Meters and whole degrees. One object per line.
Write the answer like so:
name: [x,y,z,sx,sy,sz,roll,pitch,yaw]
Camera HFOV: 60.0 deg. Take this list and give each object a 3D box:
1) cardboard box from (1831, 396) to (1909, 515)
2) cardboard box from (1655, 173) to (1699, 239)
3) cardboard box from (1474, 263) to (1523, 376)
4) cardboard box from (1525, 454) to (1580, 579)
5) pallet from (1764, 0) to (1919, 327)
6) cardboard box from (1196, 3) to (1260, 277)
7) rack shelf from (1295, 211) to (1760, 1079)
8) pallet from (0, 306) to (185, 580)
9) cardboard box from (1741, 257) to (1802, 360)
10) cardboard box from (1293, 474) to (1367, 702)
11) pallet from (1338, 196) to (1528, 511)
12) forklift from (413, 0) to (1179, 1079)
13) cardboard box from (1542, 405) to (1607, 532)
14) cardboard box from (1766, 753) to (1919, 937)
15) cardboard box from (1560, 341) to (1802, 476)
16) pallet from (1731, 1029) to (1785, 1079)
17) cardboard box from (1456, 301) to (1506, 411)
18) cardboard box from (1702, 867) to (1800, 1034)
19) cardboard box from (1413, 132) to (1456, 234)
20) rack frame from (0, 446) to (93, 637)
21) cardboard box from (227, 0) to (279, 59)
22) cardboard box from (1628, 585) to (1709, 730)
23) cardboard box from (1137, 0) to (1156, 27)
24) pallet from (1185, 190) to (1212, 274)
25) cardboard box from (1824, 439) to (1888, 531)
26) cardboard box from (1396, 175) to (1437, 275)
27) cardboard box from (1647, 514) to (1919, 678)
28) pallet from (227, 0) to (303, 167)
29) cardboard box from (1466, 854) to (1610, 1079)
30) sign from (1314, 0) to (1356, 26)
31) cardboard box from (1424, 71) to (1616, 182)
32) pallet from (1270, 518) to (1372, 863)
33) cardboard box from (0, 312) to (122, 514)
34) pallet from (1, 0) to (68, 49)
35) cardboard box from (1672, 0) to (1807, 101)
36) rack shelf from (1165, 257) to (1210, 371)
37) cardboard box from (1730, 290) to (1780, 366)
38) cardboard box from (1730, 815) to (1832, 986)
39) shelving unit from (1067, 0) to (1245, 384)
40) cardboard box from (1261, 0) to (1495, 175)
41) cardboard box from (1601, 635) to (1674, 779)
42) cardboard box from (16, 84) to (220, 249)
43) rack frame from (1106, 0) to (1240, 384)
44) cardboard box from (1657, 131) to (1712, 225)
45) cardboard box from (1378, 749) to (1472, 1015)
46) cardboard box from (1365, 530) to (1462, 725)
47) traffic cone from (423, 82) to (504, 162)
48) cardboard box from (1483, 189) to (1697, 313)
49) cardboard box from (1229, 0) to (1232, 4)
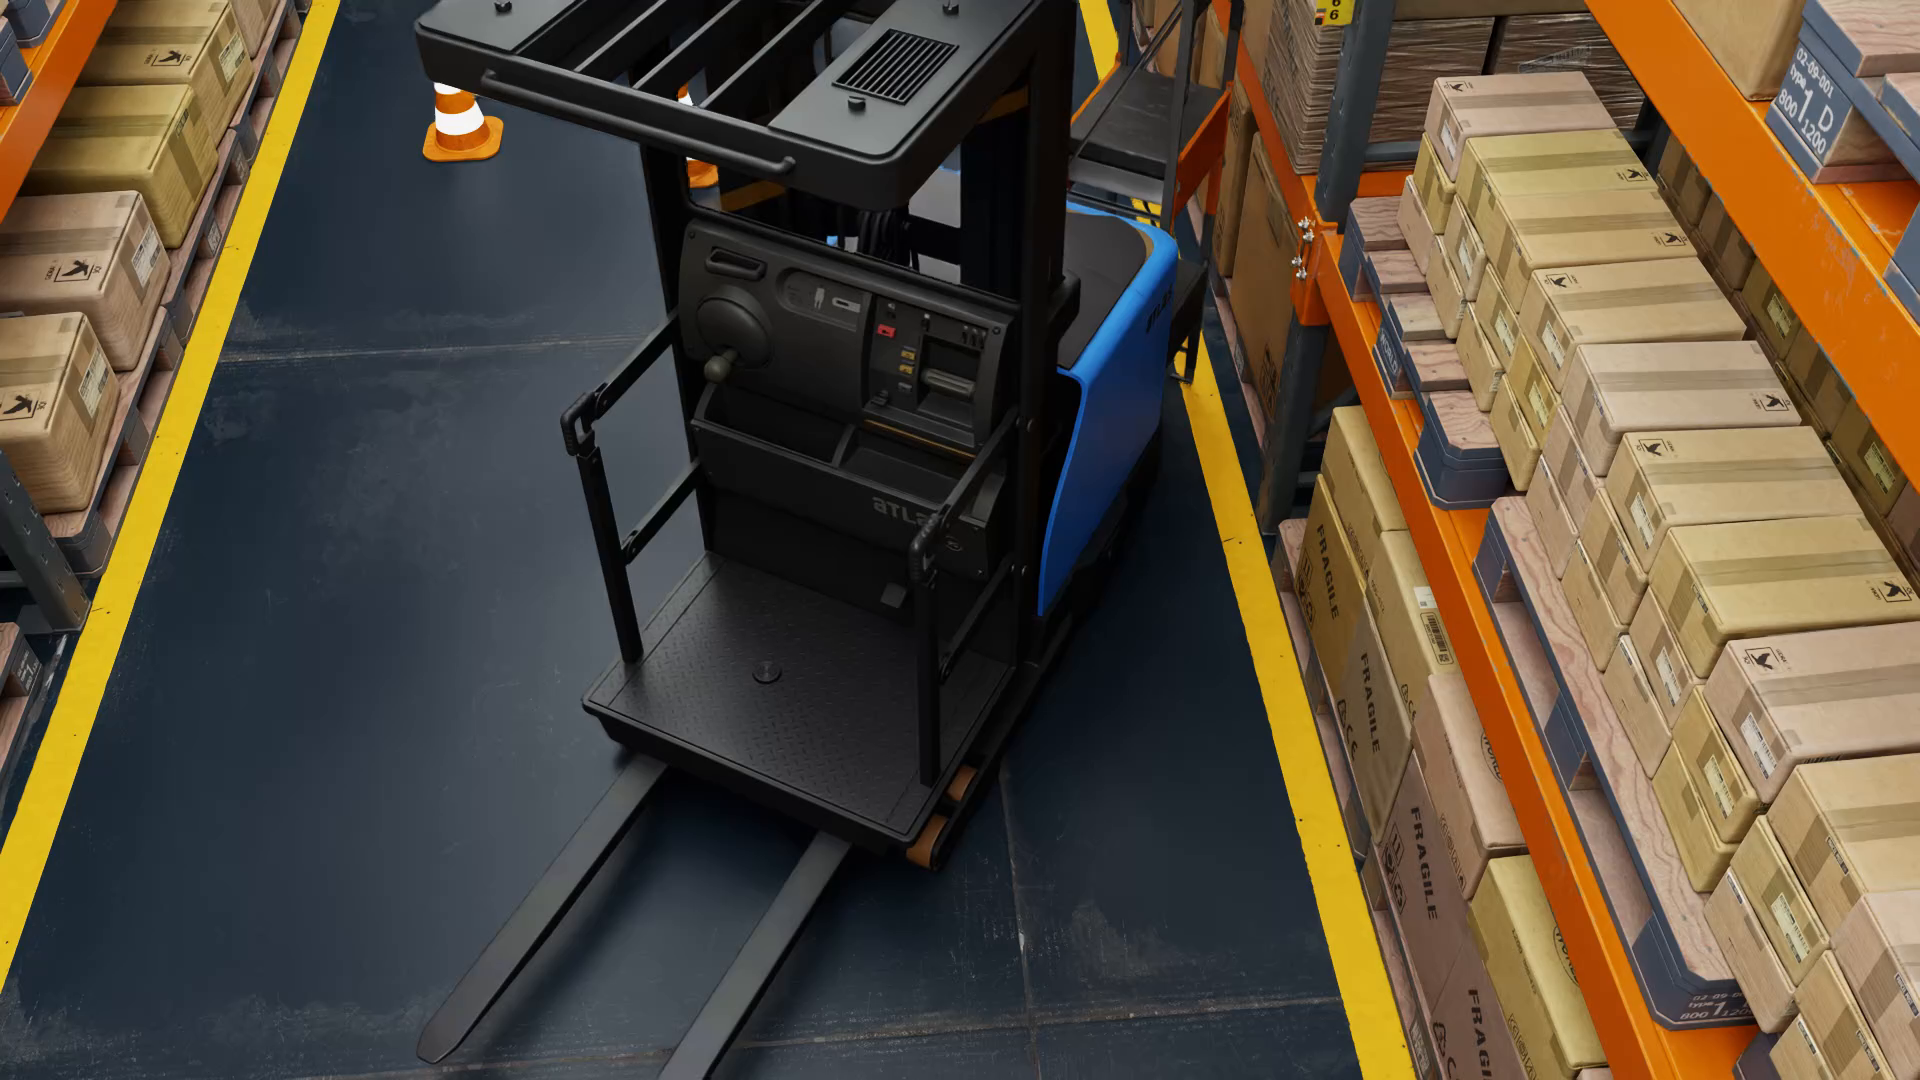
cardboard box: [2.122,-0.201,3.553,0.380,0.149,0.250,-4,47,-4]
cardboard box: [2.038,-0.844,4.367,0.380,0.149,0.250,-3,47,-3]
cardboard box: [1.430,-0.524,3.859,0.380,0.149,0.250,-5,47,-5]
cardboard box: [1.470,-0.060,3.625,0.380,0.149,0.250,-2,47,-2]
pallet: [1.838,-0.391,2.118,1.213,0.211,1.003,-3,47,-3]
cardboard box: [1.501,-1.564,6.426,1.050,0.750,0.750,-3,47,-3]
rack shelf: [1.706,0.580,3.631,1.077,0.370,4.000,-3,47,-3]
pallet: [-3.449,-0.347,5.934,1.003,0.211,1.213,-3,47,-3]
cardboard box: [2.083,-0.562,3.895,0.380,0.149,0.250,-2,47,-2]
cardboard box: [1.344,0.128,4.996,0.500,0.500,0.500,-5,47,-5]
pallet: [1.705,-0.540,4.327,1.213,0.211,1.003,-3,47,-3]
forklift: [-0.408,-0.428,4.136,1.130,2.935,3.031,20,50,18]
cardboard box: [1.471,-0.161,3.516,0.380,0.149,0.250,-3,47,-3]
cardboard box: [1.563,0.489,2.695,0.380,0.149,0.250,-5,47,-5]
cardboard box: [1.472,-0.272,3.416,0.380,0.149,0.250,-2,47,-1]
pallet: [1.955,1.283,2.601,1.003,0.211,1.213,-3,47,-3]
cardboard box: [1.421,-0.448,3.992,0.380,0.149,0.250,-1,47,-1]
cardboard box: [1.552,0.695,2.909,0.380,0.149,0.250,-5,47,-5]
cardboard box: [1.379,-0.913,4.228,0.380,0.149,0.250,-2,47,-2]
rack frame: [-3.385,-0.741,4.386,1.000,3.000,0.127,-3,47,-3]
cardboard box: [-3.674,-2.496,7.569,0.950,0.372,0.625,-3,47,-3]
cardboard box: [1.515,0.213,3.161,0.380,0.149,0.250,-2,47,-2]
cardboard box: [1.346,-2.936,7.725,1.050,0.750,0.750,-4,47,-3]
pallet: [1.449,-1.612,7.131,1.003,0.211,1.213,-3,47,-3]
cardboard box: [2.121,-0.103,3.665,0.380,0.149,0.250,-5,47,-5]
cardboard box: [1.375,-0.837,4.360,0.380,0.149,0.250,-4,47,-4]
cardboard box: [1.513,0.100,3.063,0.380,0.149,0.250,-4,47,-4]
pallet: [-3.653,-2.113,7.606,1.003,0.211,1.213,-3,47,-3]
cardboard box: [1.471,0.959,3.692,0.500,0.250,0.500,-5,47,-5]
sign: [0.986,-1.477,4.285,0.100,0.325,0.005,-3,47,-3]
cardboard box: [1.385,-1.028,4.132,0.380,0.149,0.250,-3,47,-3]
pallet: [1.603,0.409,5.217,1.003,0.211,1.213,-3,47,-3]
cardboard box: [-3.422,-0.391,5.575,0.950,0.372,0.625,-6,47,-6]
pallet: [-3.592,-2.105,5.809,1.003,0.211,1.213,-3,47,-3]
cardboard box: [1.418,-1.029,2.523,0.500,0.500,0.500,-3,47,-3]
rack shelf: [0.595,-0.733,5.980,0.431,0.518,0.480,20,50,18]
cardboard box: [2.079,-0.478,4.021,0.380,0.149,0.250,-3,47,-3]
cardboard box: [1.555,0.587,2.807,0.380,0.149,0.250,-6,47,-5]
shelving unit: [0.595,-1.223,5.462,0.431,2.100,0.503,20,50,18]
cardboard box: [1.234,-1.459,4.997,0.500,0.500,0.500,-3,47,-3]
cardboard box: [1.509,0.311,3.274,0.380,0.149,0.250,-5,47,-5]
cardboard box: [-3.550,-1.473,6.600,0.950,0.372,0.625,-2,47,-2]
rack frame: [0.703,-1.382,5.613,0.400,2.100,0.015,20,50,18]
cardboard box: [2.034,-0.945,4.258,0.380,0.149,0.250,-3,47,-2]
cardboard box: [1.437,0.862,4.300,0.500,0.500,0.500,-5,47,-4]
cardboard box: [1.398,0.223,4.389,0.500,0.250,0.500,-4,47,-4]
traffic cone: [-2.221,-1.951,7.279,0.336,0.463,0.334,-3,47,-3]
cardboard box: [1.426,-0.659,3.783,0.380,0.149,0.250,-4,47,-4]
cardboard box: [1.152,-2.181,5.681,0.500,0.500,0.500,-4,47,-4]
